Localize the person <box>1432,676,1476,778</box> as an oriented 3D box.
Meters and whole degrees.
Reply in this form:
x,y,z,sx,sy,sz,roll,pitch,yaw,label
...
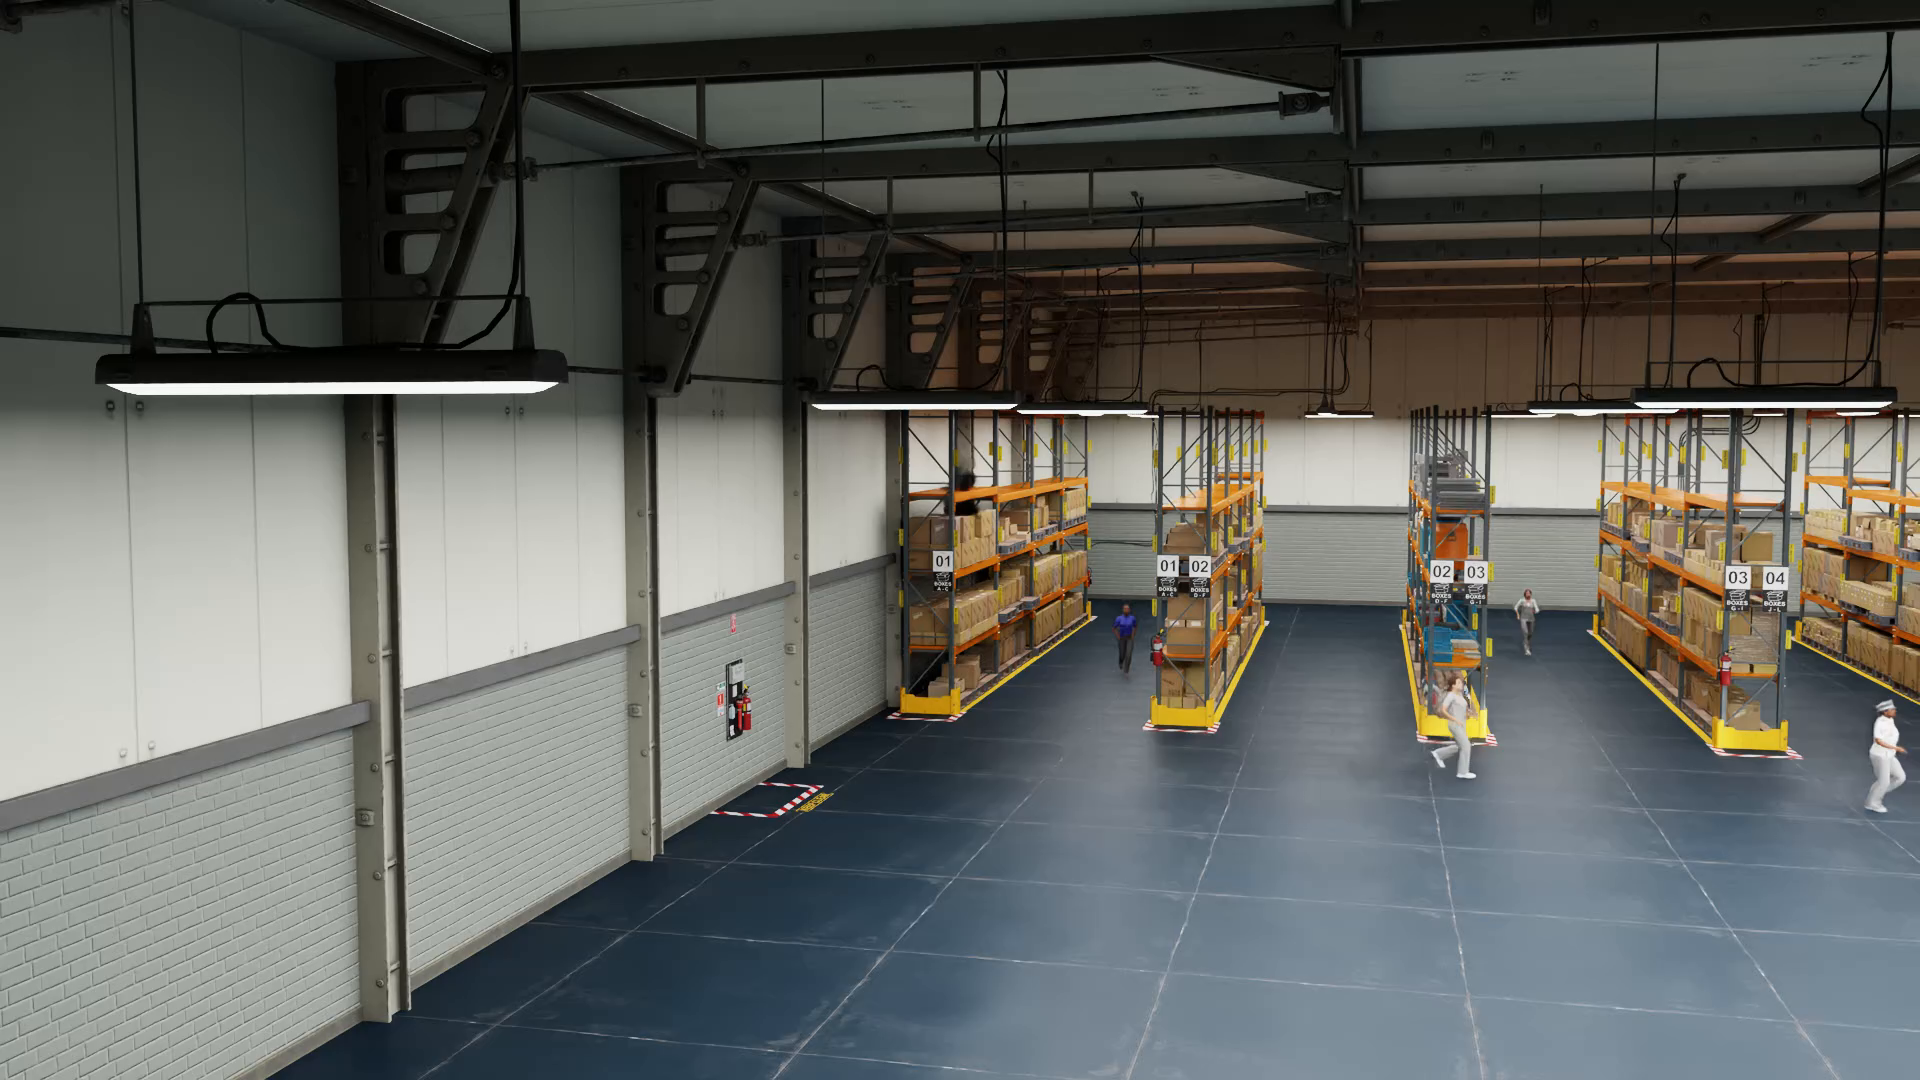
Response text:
x,y,z,sx,sy,sz,roll,pitch,yaw,label
7.935,2.989,26.713,0.753,1.628,0.571,3,5,37,person

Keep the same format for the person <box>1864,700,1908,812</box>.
x,y,z,sx,sy,sz,roll,pitch,yaw,label
13.521,3.146,24.243,0.566,1.654,0.578,4,6,43,person

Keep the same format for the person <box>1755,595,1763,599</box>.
x,y,z,sx,sy,sz,roll,pitch,yaw,label
20.512,1.803,43.282,0.785,1.666,0.595,3,5,38,person

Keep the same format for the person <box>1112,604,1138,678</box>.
x,y,z,sx,sy,sz,roll,pitch,yaw,label
3.707,2.242,37.198,0.593,1.618,0.727,0,4,-3,person

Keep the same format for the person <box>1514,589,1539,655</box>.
x,y,z,sx,sy,sz,roll,pitch,yaw,label
13.875,1.988,40.762,0.491,1.580,0.889,0,4,5,person
